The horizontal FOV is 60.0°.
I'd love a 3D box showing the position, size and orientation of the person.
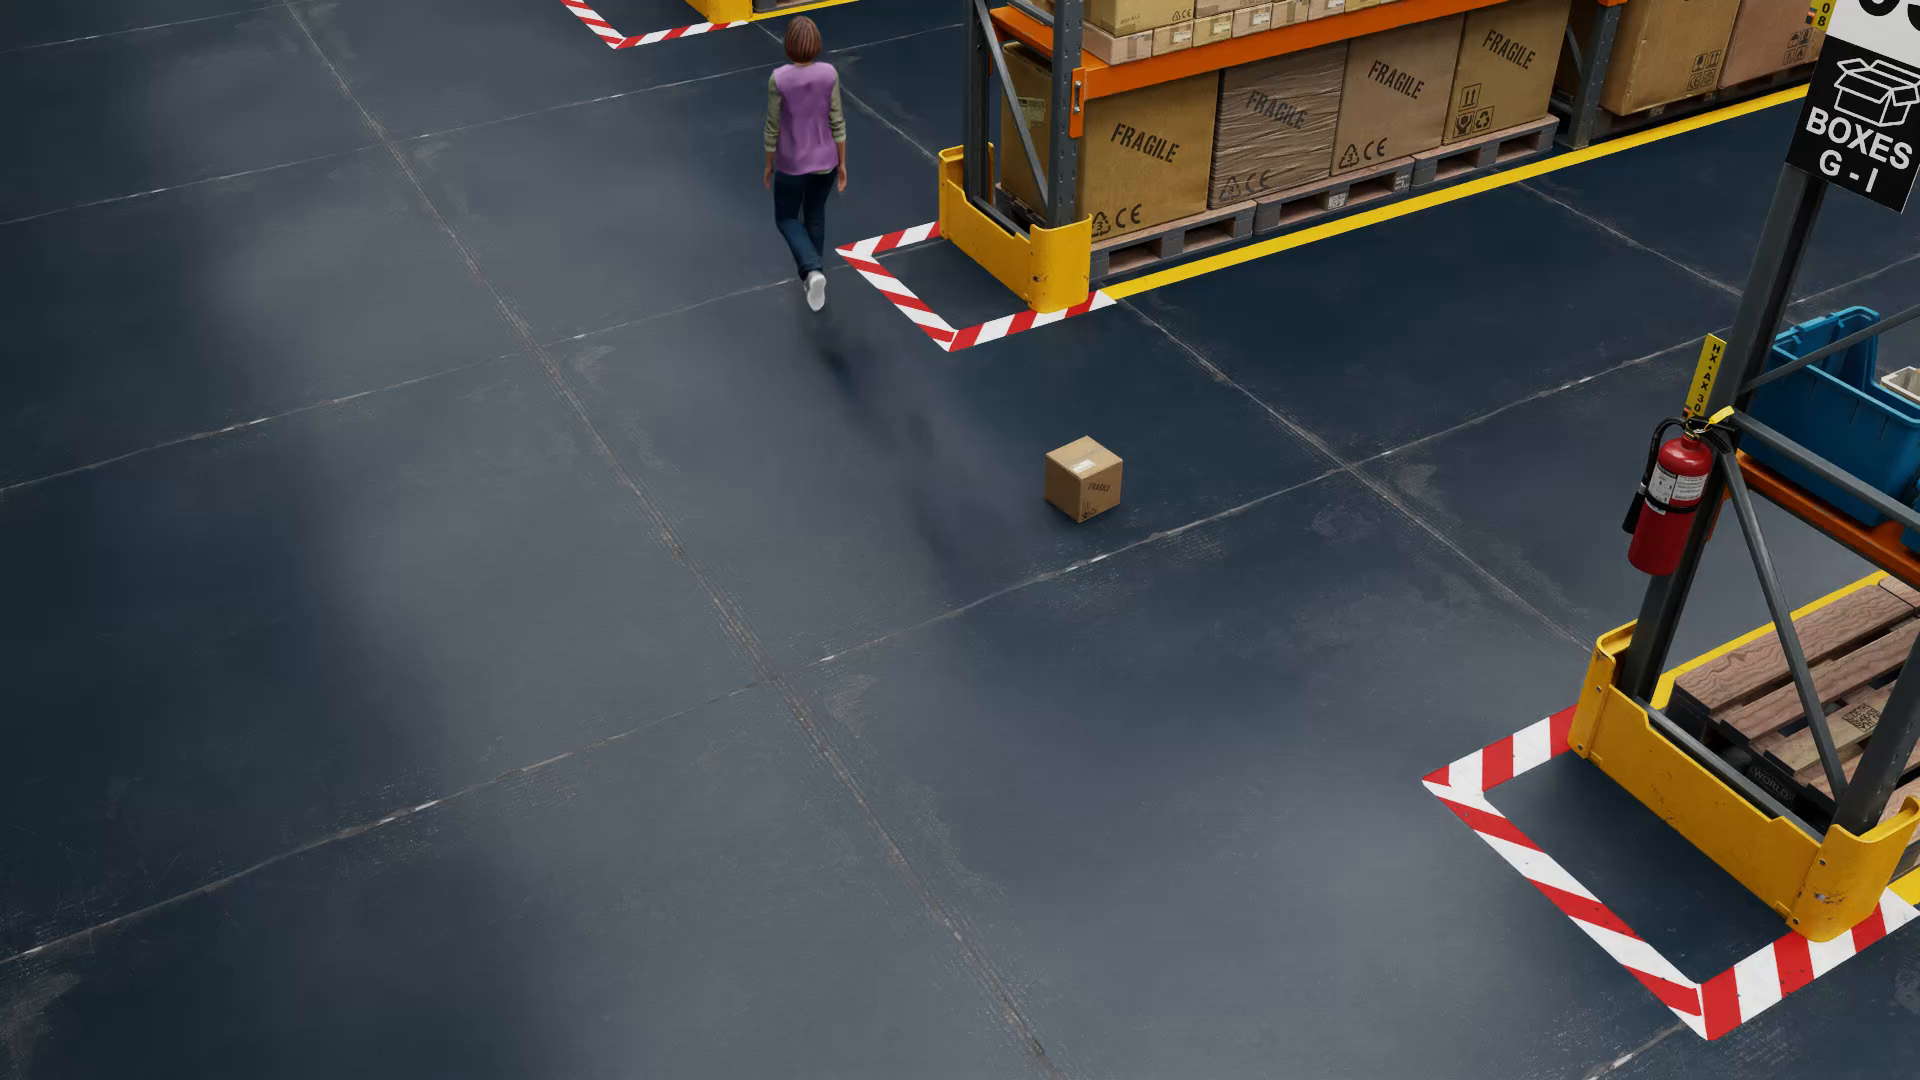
[{"bbox_3d":[-0.796,-1.903,8.703,0.428,1.471,0.679,-13,39,-16],"label":"person"}]
